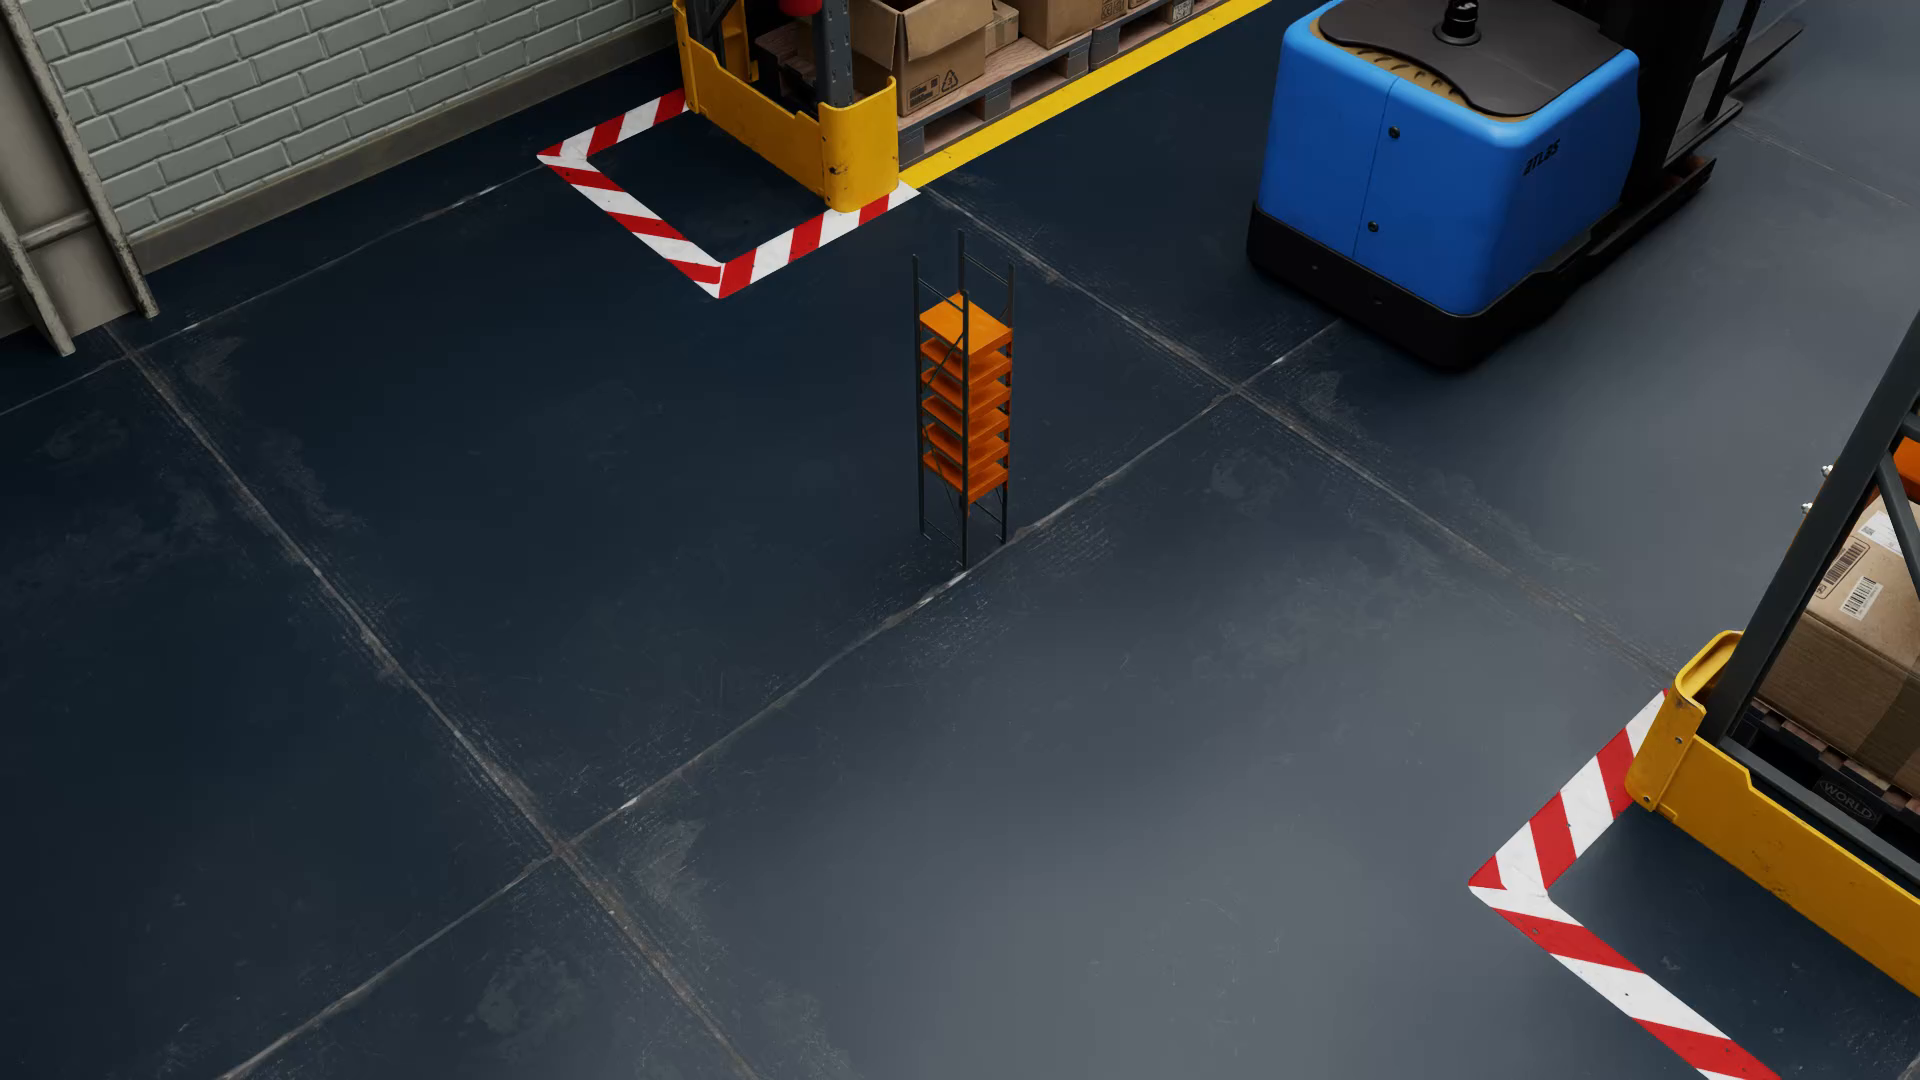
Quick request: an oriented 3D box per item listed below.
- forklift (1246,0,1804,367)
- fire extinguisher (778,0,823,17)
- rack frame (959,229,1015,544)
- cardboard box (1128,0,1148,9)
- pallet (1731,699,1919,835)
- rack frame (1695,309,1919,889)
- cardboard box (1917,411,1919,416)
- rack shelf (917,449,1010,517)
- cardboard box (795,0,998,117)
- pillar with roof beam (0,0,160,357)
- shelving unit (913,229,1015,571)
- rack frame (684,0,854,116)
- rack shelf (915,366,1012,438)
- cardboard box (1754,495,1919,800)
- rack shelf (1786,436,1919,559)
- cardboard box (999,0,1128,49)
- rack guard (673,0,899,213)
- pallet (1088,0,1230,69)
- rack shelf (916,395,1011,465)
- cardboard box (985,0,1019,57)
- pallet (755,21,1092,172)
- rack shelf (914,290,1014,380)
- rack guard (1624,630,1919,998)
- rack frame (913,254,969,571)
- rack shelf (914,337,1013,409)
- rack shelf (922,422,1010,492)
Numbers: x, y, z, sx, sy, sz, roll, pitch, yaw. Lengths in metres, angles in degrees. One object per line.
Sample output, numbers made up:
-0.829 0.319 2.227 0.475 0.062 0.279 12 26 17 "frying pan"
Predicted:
2.563 -2.616 6.169 3.031 2.935 1.130 -36 57 -28 "forklift"
-0.609 -2.267 6.107 0.183 0.674 0.296 -34 56 -27 "fire extinguisher"
0.078 -0.459 5.357 0.006 1.200 0.240 -34 56 -27 "rack frame"
0.822 -2.898 7.798 0.500 0.500 0.500 -33 55 -27 "cardboard box"
3.070 0.461 5.181 1.213 0.211 1.003 -34 56 -27 "pallet"
2.531 -0.046 3.752 0.127 3.000 1.000 -34 56 -27 "rack frame"
2.710 -0.463 4.068 0.500 0.500 0.500 -33 56 -27 "cardboard box"
0.011 -0.221 5.525 0.180 0.103 0.258 -34 56 -27 "rack shelf"
-0.295 -2.290 7.235 0.637 0.503 0.797 -36 57 -28 "cardboard box"
-0.516 -1.594 1.098 0.400 9.000 9.100 -34 56 -27 "pillar with roof beam"
0.011 -0.414 5.316 0.189 1.200 0.258 -34 56 -27 "shelving unit"
-0.811 -2.744 6.241 0.127 3.000 1.000 -34 56 -27 "rack frame"
0.011 -0.465 5.260 0.180 0.103 0.258 -34 56 -27 "rack shelf"
2.952 0.299 4.891 0.875 0.438 0.875 -36 57 -28 "cardboard box"
4.011 -0.791 4.929 4.000 0.370 1.077 -34 56 -27 "rack shelf"
0.364 -2.691 7.607 0.500 0.500 0.700 -32 55 -26 "cardboard box"
-0.755 -1.934 7.194 0.348 0.500 1.175 -34 56 -27 "rack guard"
0.737 -2.830 8.218 1.213 0.211 1.003 -34 56 -27 "pallet"
0.011 -0.384 5.348 0.180 0.103 0.258 -34 56 -27 "rack shelf"
0.046 -2.359 7.540 0.250 0.149 0.380 -36 57 -28 "cardboard box"
-0.166 -2.230 7.664 1.213 0.211 1.003 -34 56 -27 "pallet"
0.011 -0.628 5.084 0.180 0.103 0.258 -34 56 -27 "rack shelf"
2.513 0.813 4.660 0.348 0.500 1.175 -34 56 -27 "rack guard"
-0.057 -0.369 5.274 0.006 1.200 0.240 -34 56 -27 "rack frame"
0.011 -0.547 5.172 0.180 0.103 0.258 -34 56 -27 "rack shelf"
0.011 -0.303 5.436 0.180 0.103 0.258 -34 56 -27 "rack shelf"
